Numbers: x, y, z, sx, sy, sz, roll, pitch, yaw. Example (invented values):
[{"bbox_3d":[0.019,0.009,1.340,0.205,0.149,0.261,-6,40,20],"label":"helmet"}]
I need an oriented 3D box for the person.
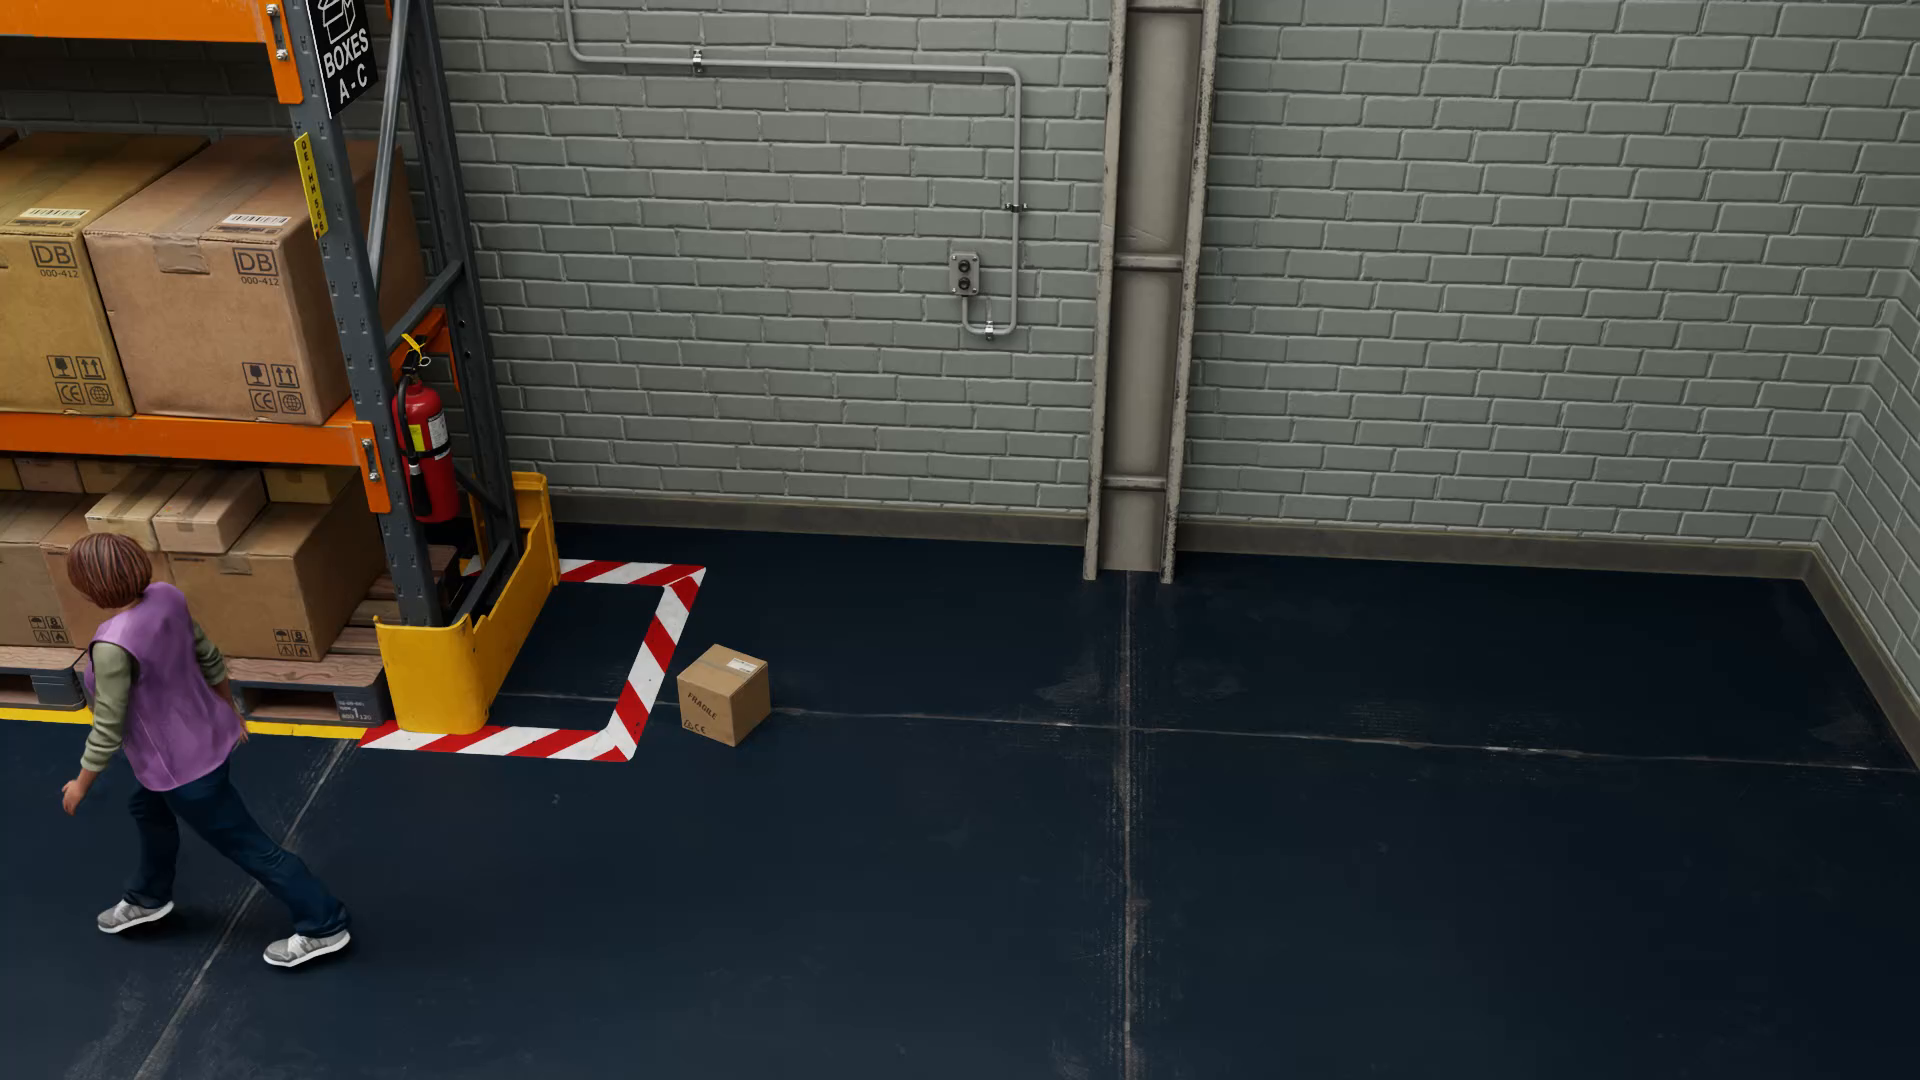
[{"bbox_3d":[-2.432,0.655,5.109,0.894,1.558,0.491,-1,32,-1],"label":"person"}]
